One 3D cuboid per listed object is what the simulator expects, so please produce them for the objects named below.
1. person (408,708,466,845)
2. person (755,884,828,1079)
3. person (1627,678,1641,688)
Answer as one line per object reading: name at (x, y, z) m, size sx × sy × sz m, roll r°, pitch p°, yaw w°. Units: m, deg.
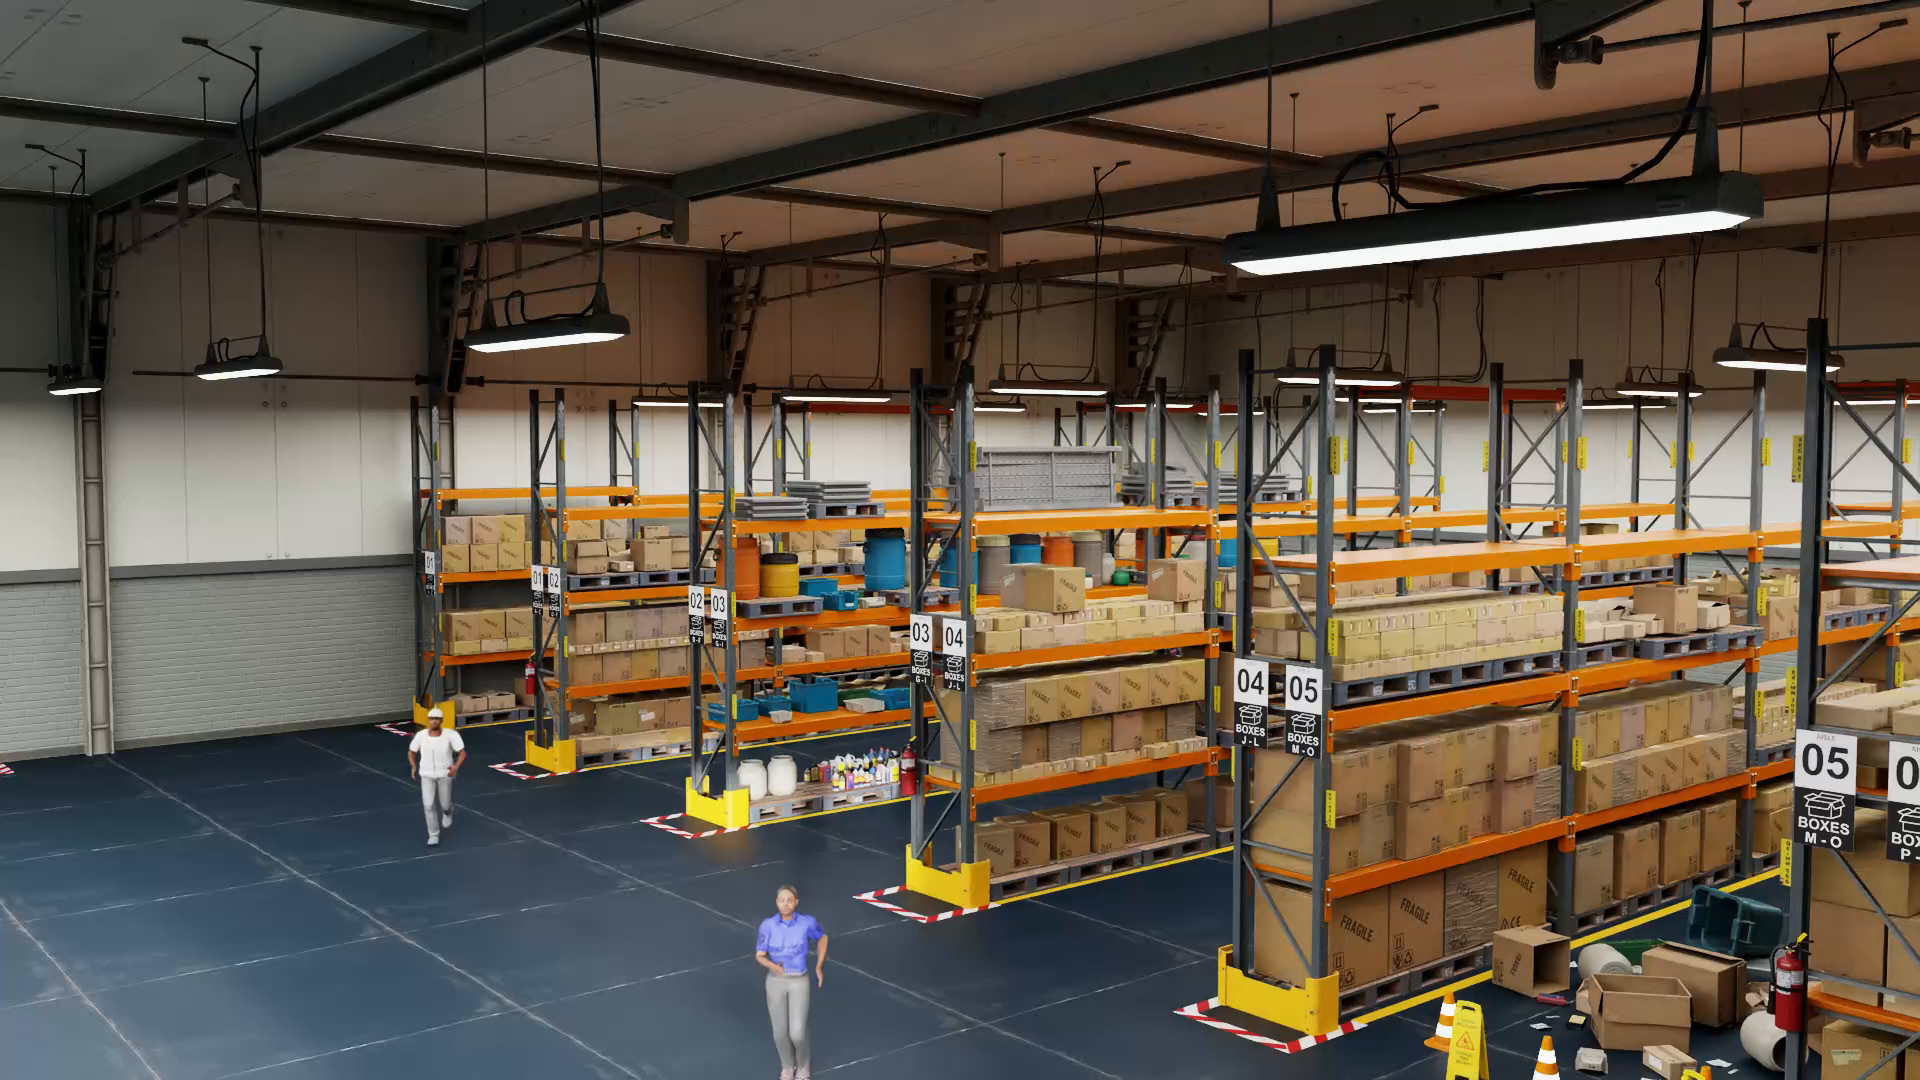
person at (-6.767, 3.027, 21.510) m, size 0.739 × 1.733 × 0.795 m, roll -1°, pitch 3°, yaw -9°
person at (-1.349, 3.559, 13.204) m, size 0.547 × 1.639 × 0.661 m, roll 0°, pitch 3°, yaw 2°
person at (10.122, 2.890, 24.973) m, size 0.751 × 1.645 × 0.522 m, roll -3°, pitch 5°, yaw -42°
